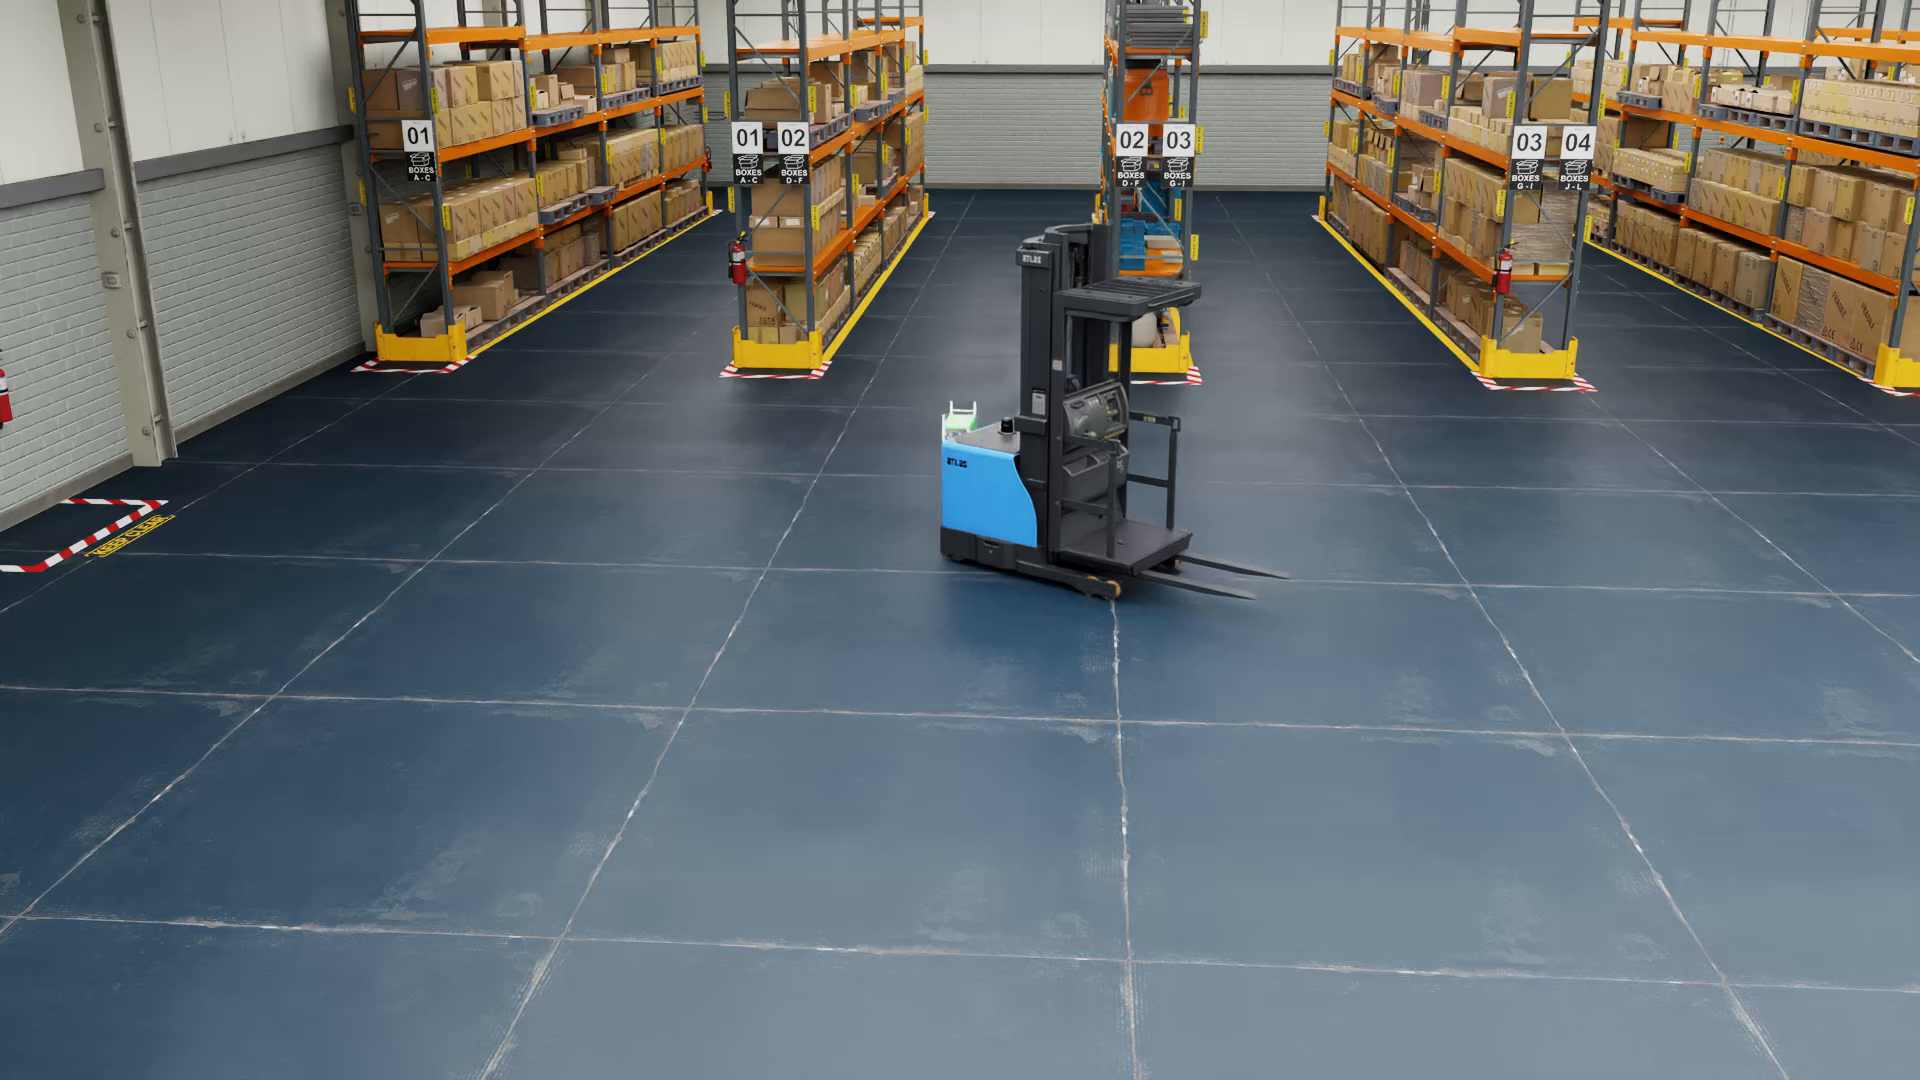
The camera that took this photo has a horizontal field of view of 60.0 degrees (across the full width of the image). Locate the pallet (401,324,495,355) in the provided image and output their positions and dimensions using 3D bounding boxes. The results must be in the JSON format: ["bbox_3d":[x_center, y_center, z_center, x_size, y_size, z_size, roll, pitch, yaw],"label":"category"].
[{"bbox_3d":[-7.293,-2.848,23.601,1.003,0.211,1.213,1,18,4],"label":"pallet"}]

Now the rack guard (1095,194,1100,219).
[{"bbox_3d":[3.626,-7.466,37.231,1.175,0.500,0.348,1,18,4],"label":"rack guard"}]

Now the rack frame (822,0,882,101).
[{"bbox_3d":[-1.877,-9.124,28.642,1.000,3.000,0.127,1,18,4],"label":"rack frame"}]

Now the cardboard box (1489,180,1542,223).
[{"bbox_3d":[7.223,-4.406,21.636,0.500,0.500,0.500,1,18,4],"label":"cardboard box"}]

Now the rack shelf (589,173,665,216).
[{"bbox_3d":[-6.675,-6.661,31.918,1.077,0.370,4.000,1,18,4],"label":"rack shelf"}]

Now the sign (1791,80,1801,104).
[{"bbox_3d":[12.115,-6.496,24.104,0.100,0.325,0.005,1,18,4],"label":"sign"}]

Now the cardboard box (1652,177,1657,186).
[{"bbox_3d":[12.580,-6.386,29.652,0.380,0.149,0.250,1,18,3],"label":"cardboard box"}]

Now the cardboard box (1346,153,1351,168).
[{"bbox_3d":[8.095,-7.667,33.593,0.500,0.250,0.500,2,18,6],"label":"cardboard box"}]

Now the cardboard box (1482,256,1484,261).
[{"bbox_3d":[7.322,-3.850,22.586,0.380,0.149,0.250,1,18,4],"label":"cardboard box"}]

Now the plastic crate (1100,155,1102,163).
[{"bbox_3d":[3.137,-8.171,35.697,0.250,0.136,0.298,1,18,4],"label":"plastic crate"}]

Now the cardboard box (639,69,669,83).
[{"bbox_3d":[-6.219,-9.434,33.814,0.500,0.250,0.500,1,18,4],"label":"cardboard box"}]

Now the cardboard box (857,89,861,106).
[{"bbox_3d":[-1.925,-7.344,27.594,0.500,0.250,0.500,1,18,3],"label":"cardboard box"}]

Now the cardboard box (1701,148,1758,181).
[{"bbox_3d":[12.902,-6.292,27.868,0.700,0.500,0.500,1,18,4],"label":"cardboard box"}]

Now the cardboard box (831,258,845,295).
[{"bbox_3d":[-2.026,-3.976,25.103,0.500,0.500,0.500,1,18,4],"label":"cardboard box"}]

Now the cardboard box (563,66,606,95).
[{"bbox_3d":[-6.855,-8.382,30.328,0.700,0.500,0.500,0,18,1],"label":"cardboard box"}]

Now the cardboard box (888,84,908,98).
[{"bbox_3d":[-1.308,-9.015,33.368,0.500,0.250,0.500,1,18,4],"label":"cardboard box"}]

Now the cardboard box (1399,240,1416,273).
[{"bbox_3d":[7.976,-4.863,28.582,0.700,0.500,0.500,0,18,1],"label":"cardboard box"}]

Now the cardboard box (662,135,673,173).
[{"bbox_3d":[-6.476,-7.935,34.168,0.980,0.700,0.700,2,18,5],"label":"cardboard box"}]

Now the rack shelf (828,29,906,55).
[{"bbox_3d":[-1.733,-9.213,30.712,1.077,0.370,4.000,1,18,4],"label":"rack shelf"}]

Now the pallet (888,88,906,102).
[{"bbox_3d":[-1.707,-8.650,32.316,1.213,0.211,1.003,1,18,4],"label":"pallet"}]

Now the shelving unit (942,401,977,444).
[{"bbox_3d":[-0.005,-0.625,15.230,0.258,1.200,0.503,2,18,7],"label":"shelving unit"}]

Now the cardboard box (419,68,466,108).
[{"bbox_3d":[-7.035,-6.124,22.507,0.500,0.500,0.500,1,18,3],"label":"cardboard box"}]

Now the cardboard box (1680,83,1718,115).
[{"bbox_3d":[12.731,-7.564,28.540,0.500,0.500,0.500,1,18,4],"label":"cardboard box"}]

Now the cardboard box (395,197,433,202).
[{"bbox_3d":[-7.524,-4.499,23.169,0.500,0.500,0.500,2,18,5],"label":"cardboard box"}]

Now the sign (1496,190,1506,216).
[{"bbox_3d":[6.878,-4.285,21.142,0.100,0.325,0.005,1,18,4],"label":"sign"}]

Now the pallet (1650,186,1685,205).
[{"bbox_3d":[12.889,-6.041,29.177,1.213,0.211,1.003,1,18,4],"label":"pallet"}]

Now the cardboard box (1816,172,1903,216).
[{"bbox_3d":[12.497,-4.799,23.102,0.875,0.550,0.550,1,18,4],"label":"cardboard box"}]

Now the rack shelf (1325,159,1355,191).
[{"bbox_3d":[8.434,-7.572,34.697,1.077,0.370,4.000,1,18,4],"label":"rack shelf"}]

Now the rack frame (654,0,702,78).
[{"bbox_3d":[-6.245,-11.718,36.559,1.000,3.000,0.127,1,18,4],"label":"rack frame"}]

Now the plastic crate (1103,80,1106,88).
[{"bbox_3d":[3.170,-9.333,34.290,0.437,0.282,0.530,1,18,4],"label":"plastic crate"}]

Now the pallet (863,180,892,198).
[{"bbox_3d":[-1.898,-6.394,30.253,1.213,0.211,1.003,1,18,4],"label":"pallet"}]

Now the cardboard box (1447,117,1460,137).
[{"bbox_3d":[7.429,-6.028,24.254,0.500,0.250,0.500,1,18,2],"label":"cardboard box"}]

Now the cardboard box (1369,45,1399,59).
[{"bbox_3d":[8.364,-9.661,32.900,0.500,0.250,0.500,0,18,0],"label":"cardboard box"}]

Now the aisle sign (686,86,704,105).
[{"bbox_3d":[-5.940,-10.118,37.136,0.394,0.787,0.004,1,18,4],"label":"aisle sign"}]

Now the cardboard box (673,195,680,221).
[{"bbox_3d":[-6.336,-7.022,35.203,0.700,0.500,0.500,1,18,3],"label":"cardboard box"}]

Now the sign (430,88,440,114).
[{"bbox_3d":[-6.850,-5.726,21.687,0.100,0.325,0.005,1,18,4],"label":"sign"}]

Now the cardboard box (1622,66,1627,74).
[{"bbox_3d":[12.980,-9.035,31.987,0.380,0.149,0.250,0,18,1],"label":"cardboard box"}]

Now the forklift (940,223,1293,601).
[{"bbox_3d":[1.312,-1.078,13.834,3.031,2.935,1.130,13,22,34],"label":"forklift"}]

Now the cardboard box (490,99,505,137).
[{"bbox_3d":[-6.945,-6.130,24.131,0.500,0.500,0.500,1,18,2],"label":"cardboard box"}]

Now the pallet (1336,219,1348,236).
[{"bbox_3d":[8.508,-6.582,34.998,1.003,0.211,1.213,1,18,4],"label":"pallet"}]

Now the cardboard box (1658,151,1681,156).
[{"bbox_3d":[13.357,-7.221,31.243,0.380,0.149,0.250,1,18,2],"label":"cardboard box"}]

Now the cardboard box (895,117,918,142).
[{"bbox_3d":[-1.166,-8.658,35.090,0.500,0.500,0.500,2,18,6],"label":"cardboard box"}]

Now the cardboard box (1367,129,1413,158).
[{"bbox_3d":[8.253,-7.618,31.911,0.797,0.503,0.637,1,18,2],"label":"cardboard box"}]

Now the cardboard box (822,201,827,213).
[{"bbox_3d":[-2.096,-4.738,23.691,0.380,0.149,0.250,1,18,4],"label":"cardboard box"}]

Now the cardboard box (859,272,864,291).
[{"bbox_3d":[-1.850,-4.202,26.997,0.500,0.250,0.500,2,18,5],"label":"cardboard box"}]

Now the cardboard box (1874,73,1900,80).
[{"bbox_3d":[17.902,-8.886,32.114,0.396,0.266,0.258,2,18,6],"label":"cardboard box"}]

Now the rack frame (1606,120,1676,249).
[{"bbox_3d":[13.230,-7.151,32.255,1.000,3.000,0.127,1,18,4],"label":"rack frame"}]

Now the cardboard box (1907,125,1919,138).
[{"bbox_3d":[12.056,-5.088,20.711,0.380,0.149,0.250,1,18,4],"label":"cardboard box"}]

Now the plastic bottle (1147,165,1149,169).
[{"bbox_3d":[3.597,-7.030,31.966,0.144,0.351,0.185,1,18,4],"label":"plastic bottle"}]

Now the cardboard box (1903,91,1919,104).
[{"bbox_3d":[12.075,-5.545,20.827,0.380,0.149,0.250,1,18,4],"label":"cardboard box"}]

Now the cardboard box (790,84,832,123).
[{"bbox_3d":[-2.059,-6.037,22.979,0.500,0.500,0.500,1,18,4],"label":"cardboard box"}]

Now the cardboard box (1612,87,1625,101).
[{"bbox_3d":[12.996,-8.663,32.295,0.500,0.250,0.500,2,18,5],"label":"cardboard box"}]

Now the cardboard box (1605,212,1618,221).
[{"bbox_3d":[12.996,-6.394,32.896,0.380,0.149,0.250,2,18,5],"label":"cardboard box"}]

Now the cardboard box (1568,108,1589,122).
[{"bbox_3d":[13.220,-8.923,35.422,0.500,0.500,0.500,1,18,4],"label":"cardboard box"}]

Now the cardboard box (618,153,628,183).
[{"bbox_3d":[-6.481,-6.888,30.784,0.500,0.500,0.500,2,18,6],"label":"cardboard box"}]
